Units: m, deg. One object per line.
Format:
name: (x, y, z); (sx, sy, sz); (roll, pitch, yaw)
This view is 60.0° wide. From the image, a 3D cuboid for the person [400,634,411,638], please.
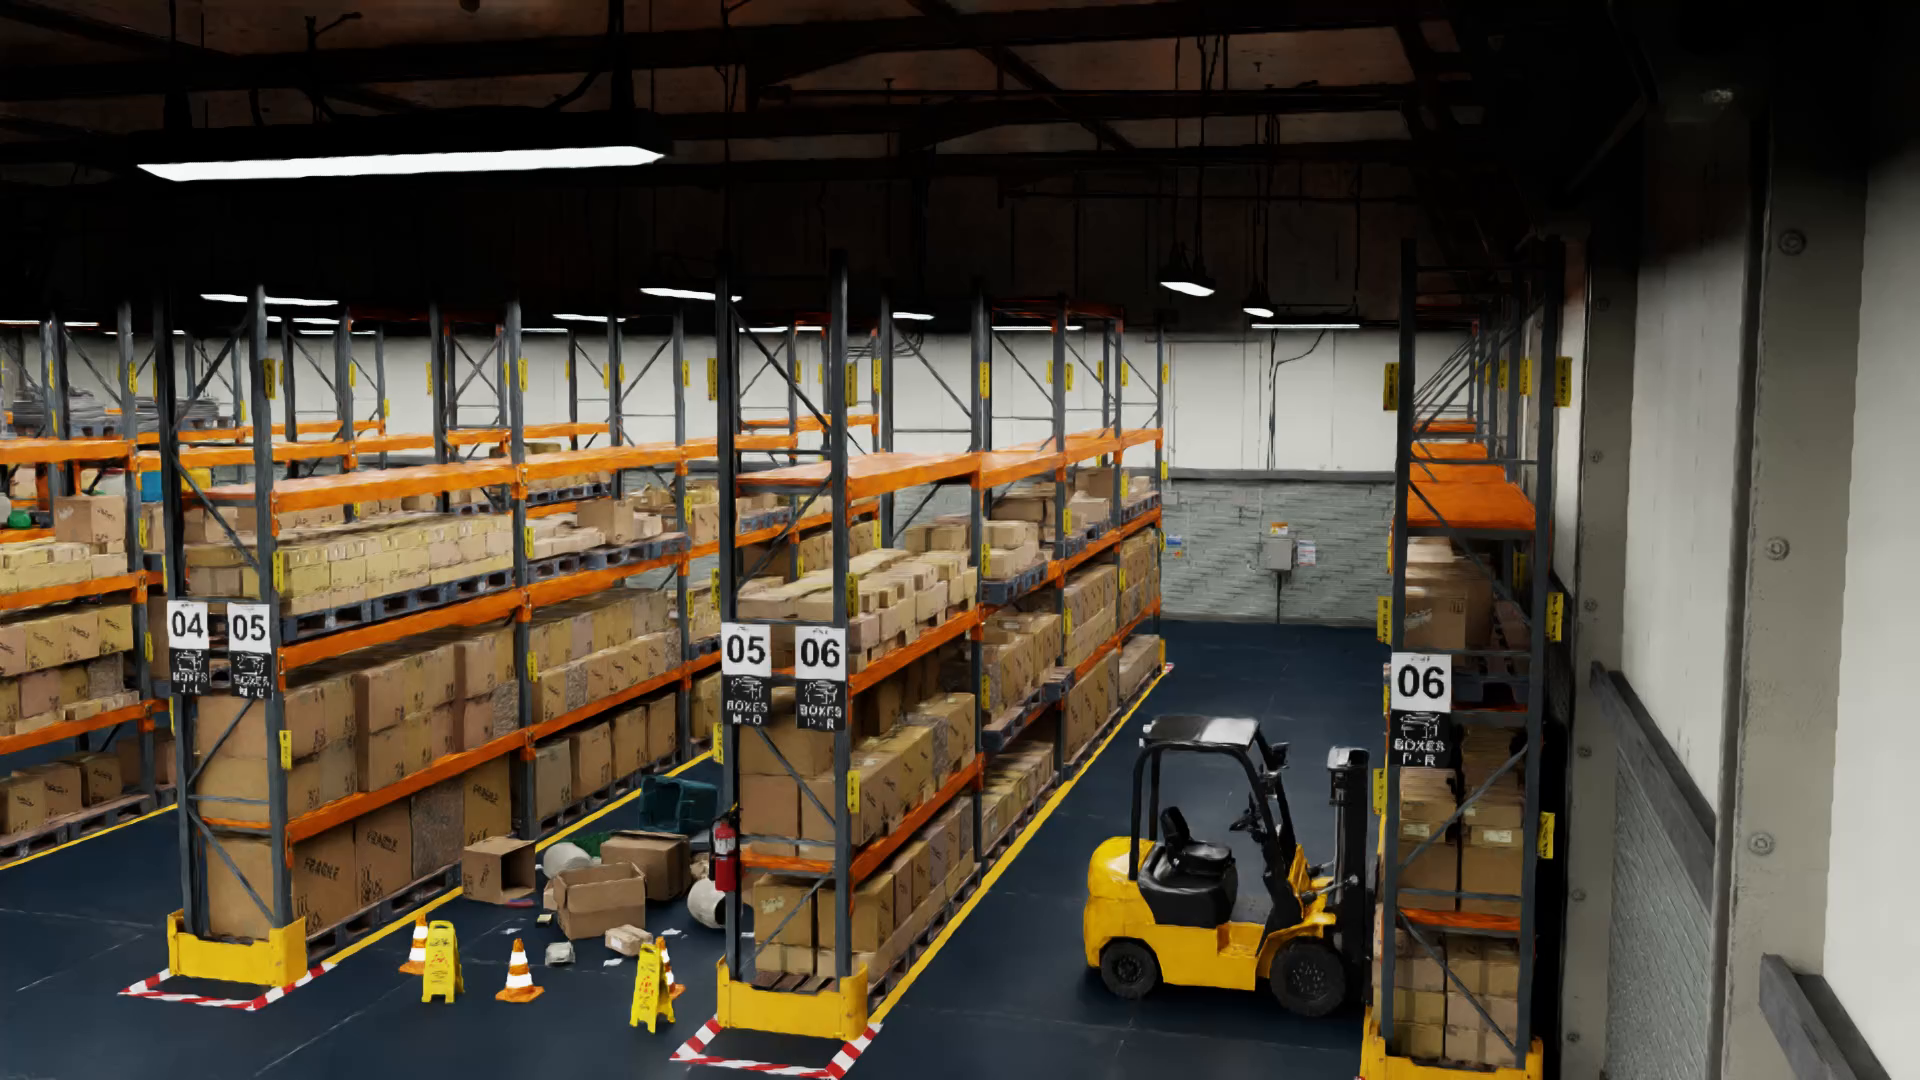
person: (-7.369, 1.931, 22.543); (0.383, 1.675, 0.564); (0, 6, 3)
